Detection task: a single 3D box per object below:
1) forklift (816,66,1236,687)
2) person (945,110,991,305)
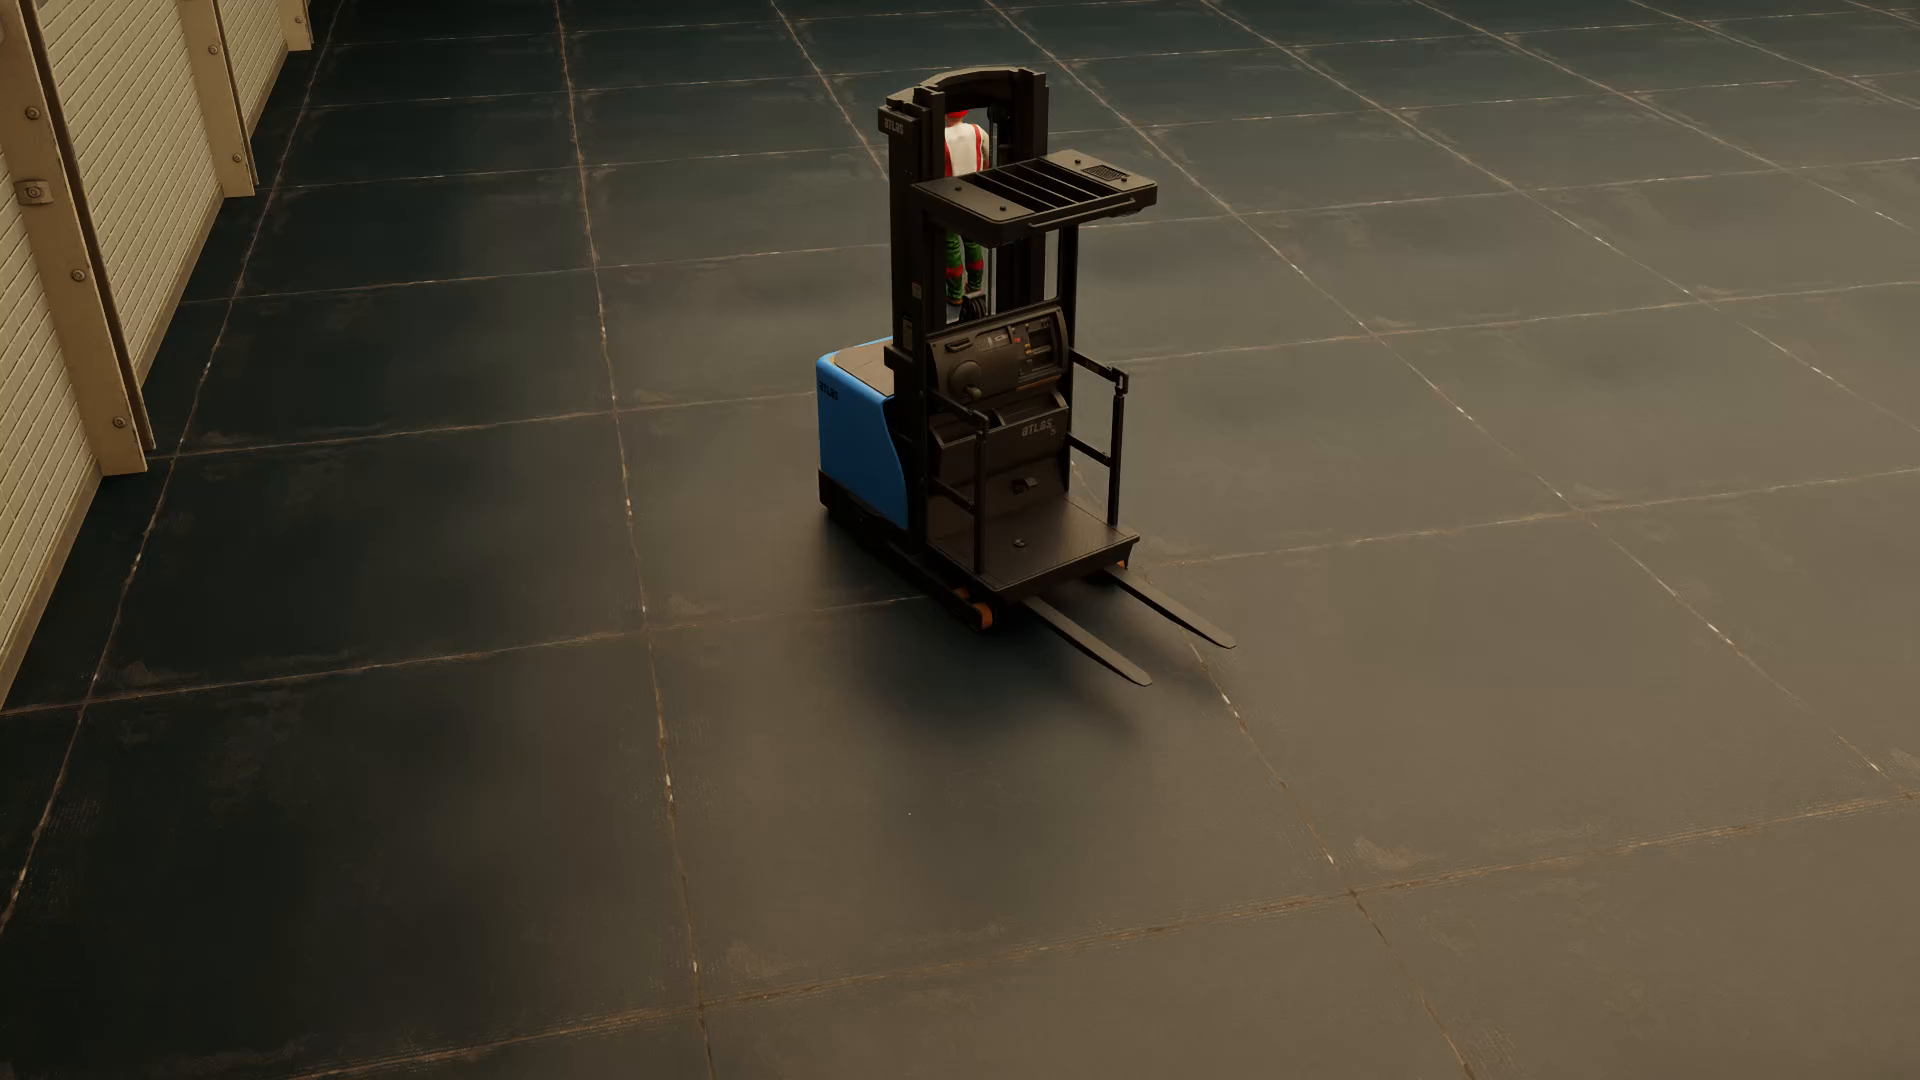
[{"bbox_3d":[0.355,-1.021,9.338,1.130,2.935,3.031,-20,35,-30],"label":"forklift"},{"bbox_3d":[-0.054,-2.796,13.530,0.638,1.788,0.563,-12,32,-19],"label":"person"}]
